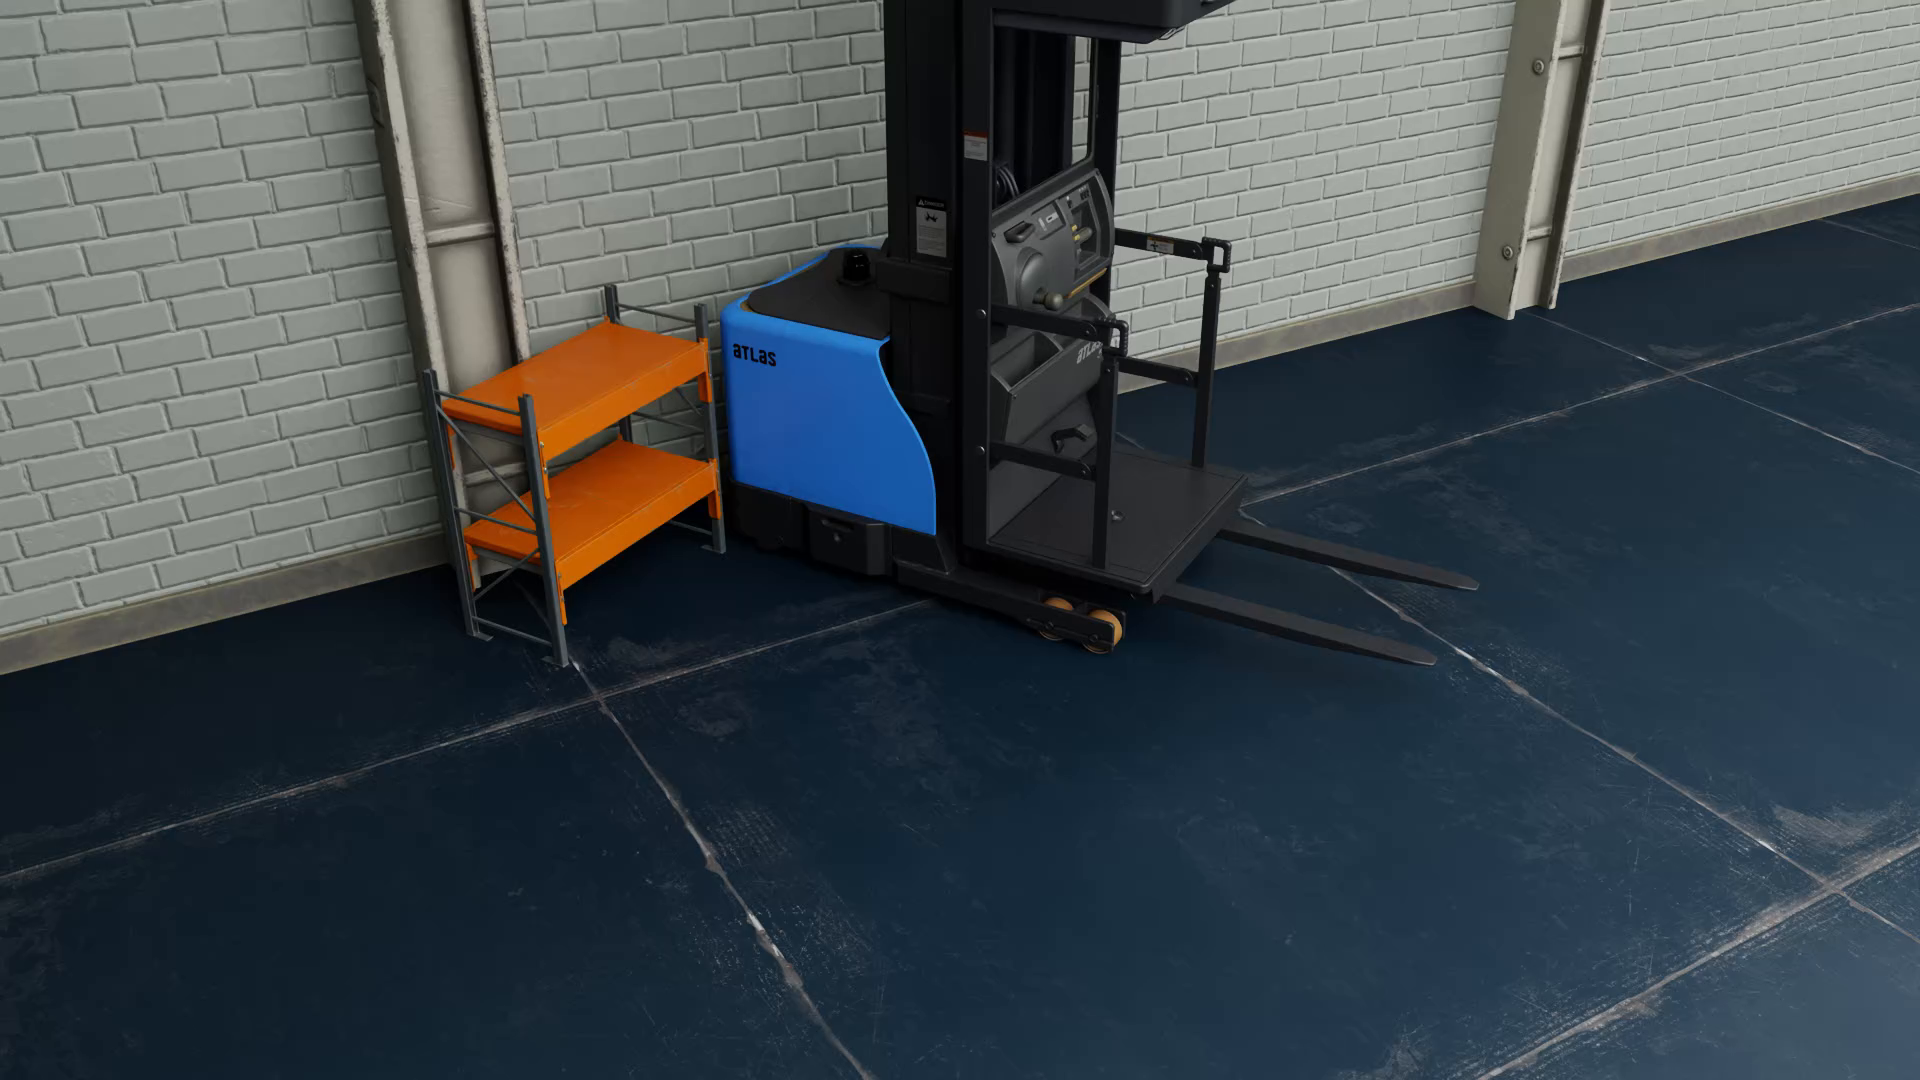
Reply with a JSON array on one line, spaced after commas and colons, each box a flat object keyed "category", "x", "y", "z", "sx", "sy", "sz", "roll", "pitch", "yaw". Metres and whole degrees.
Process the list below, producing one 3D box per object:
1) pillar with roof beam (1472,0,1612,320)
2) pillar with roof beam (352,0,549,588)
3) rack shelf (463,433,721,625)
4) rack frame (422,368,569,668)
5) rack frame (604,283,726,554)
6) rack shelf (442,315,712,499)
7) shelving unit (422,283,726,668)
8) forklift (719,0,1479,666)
[{"category": "pillar with roof beam", "x": 5.413, "y": -3.520, "z": 4.315, "sx": 0.400, "sy": 9.000, "sz": 9.100, "roll": -16, "pitch": 33, "yaw": -26}, {"category": "pillar with roof beam", "x": 0.240, "y": -2.051, "z": 1.654, "sx": 0.400, "sy": 9.000, "sz": 9.100, "roll": -16, "pitch": 33, "yaw": -26}, {"category": "rack shelf", "x": -1.480, "y": -0.068, "z": 6.715, "sx": 0.538, "sy": 0.278, "sz": 1.000, "roll": 15, "pitch": 32, "yaw": 25}, {"category": "rack frame", "x": -1.727, "y": -0.067, "z": 6.208, "sx": 0.500, "sy": 1.125, "sz": 0.032, "roll": 15, "pitch": 32, "yaw": 25}, {"category": "rack frame", "x": -1.233, "y": -0.497, "z": 6.986, "sx": 0.500, "sy": 1.125, "sz": 0.032, "roll": 15, "pitch": 32, "yaw": 25}, {"category": "rack shelf", "x": -1.480, "y": -0.538, "z": 6.455, "sx": 0.538, "sy": 0.278, "sz": 1.000, "roll": 15, "pitch": 32, "yaw": 25}, {"category": "shelving unit", "x": -1.480, "y": -0.282, "z": 6.597, "sx": 0.538, "sy": 1.125, "sz": 1.048, "roll": 15, "pitch": 32, "yaw": 25}, {"category": "forklift", "x": 0.543, "y": -1.136, "z": 6.275, "sx": 3.031, "sy": 2.935, "sz": 1.130, "roll": 15, "pitch": 32, "yaw": 25}]
